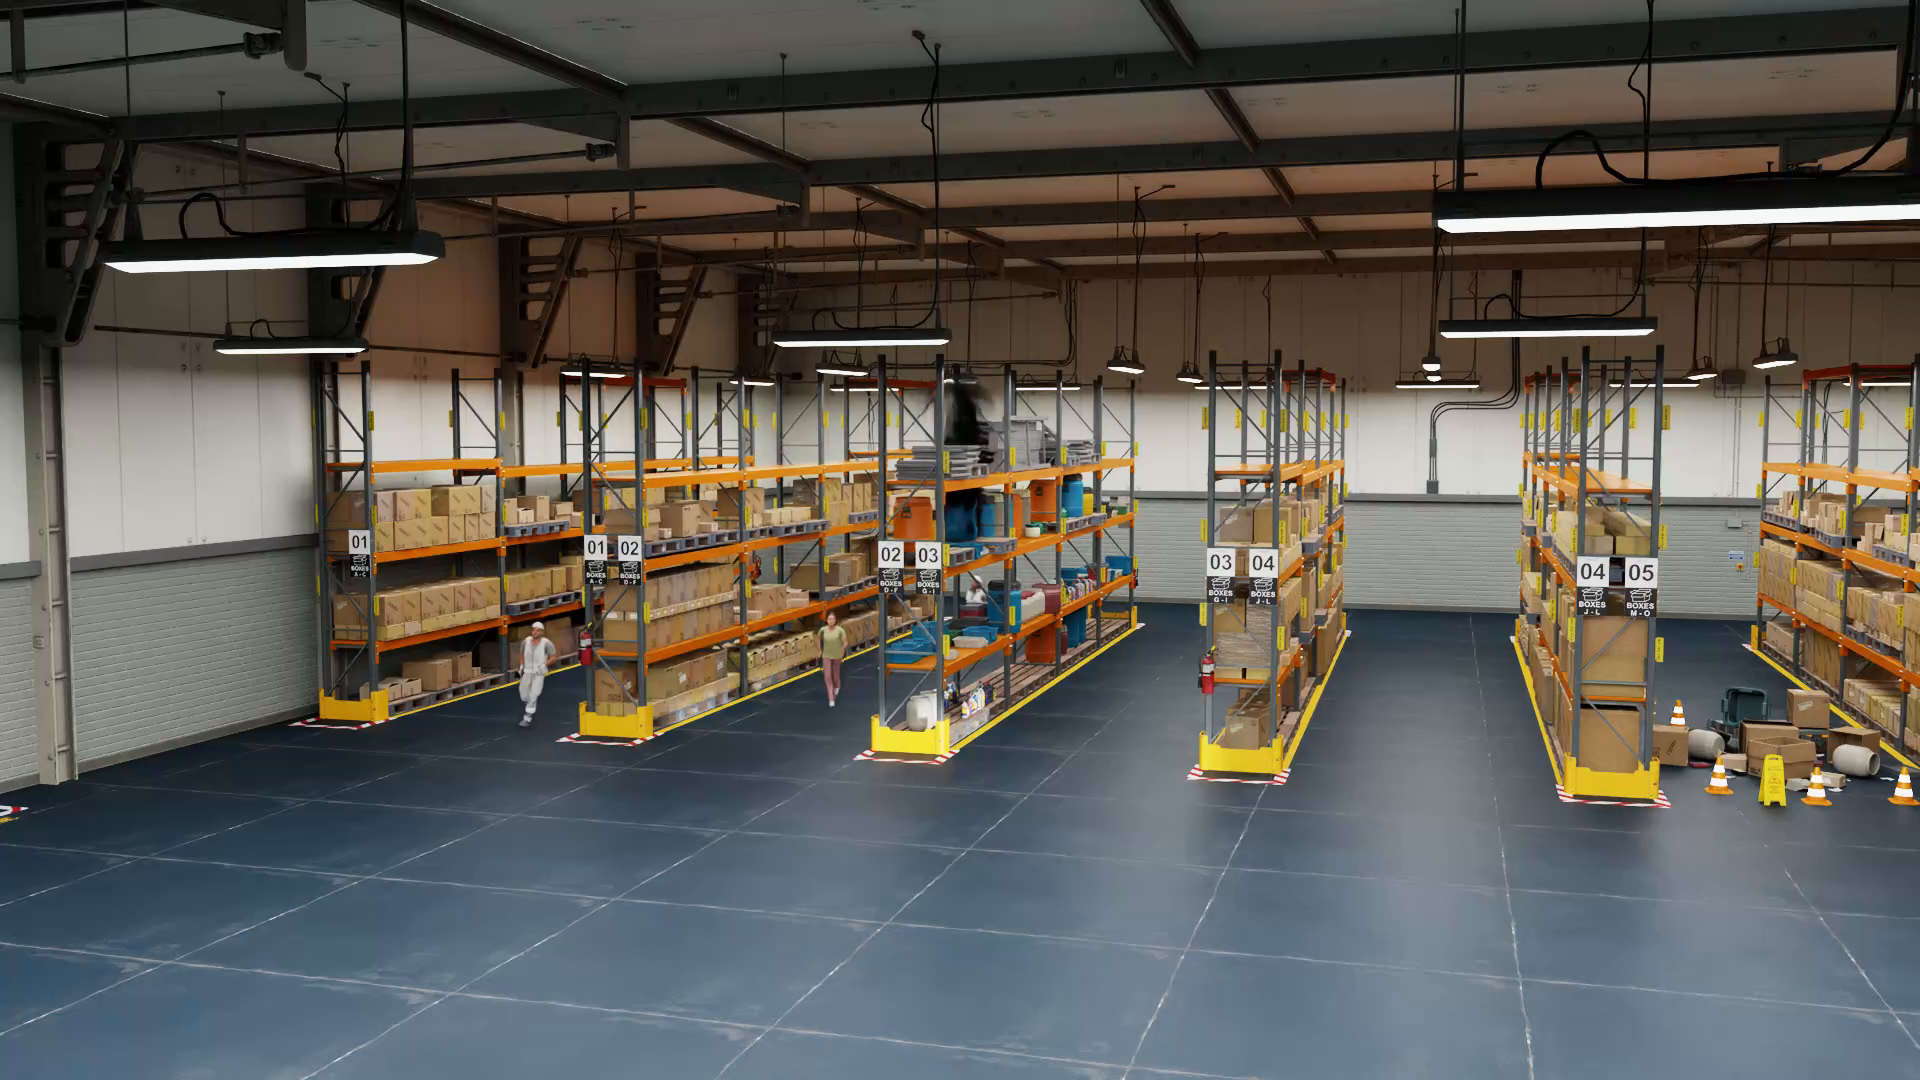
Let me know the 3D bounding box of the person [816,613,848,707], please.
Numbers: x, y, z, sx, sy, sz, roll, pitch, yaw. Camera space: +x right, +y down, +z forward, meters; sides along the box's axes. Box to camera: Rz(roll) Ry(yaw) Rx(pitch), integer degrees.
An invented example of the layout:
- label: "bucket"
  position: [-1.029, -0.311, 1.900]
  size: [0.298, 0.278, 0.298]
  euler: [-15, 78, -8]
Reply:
- label: "person"
  position: [-2.269, 2.088, 29.486]
  size: [0.564, 1.644, 0.813]
  euler: [0, 4, -2]

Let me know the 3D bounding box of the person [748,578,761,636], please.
- label: "person"
  position: [-4.459, 1.627, 36.063]
  size: [0.525, 1.611, 0.820]
  euler: [1, 4, 18]

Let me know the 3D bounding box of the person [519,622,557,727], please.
- label: "person"
  position: [-6.968, 2.195, 27.426]
  size: [0.645, 1.731, 0.621]
  euler: [0, 4, 3]

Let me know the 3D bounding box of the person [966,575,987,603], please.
- label: "person"
  position: [0.324, 1.620, 35.167]
  size: [0.646, 1.740, 0.584]
  euler: [2, 5, 26]
